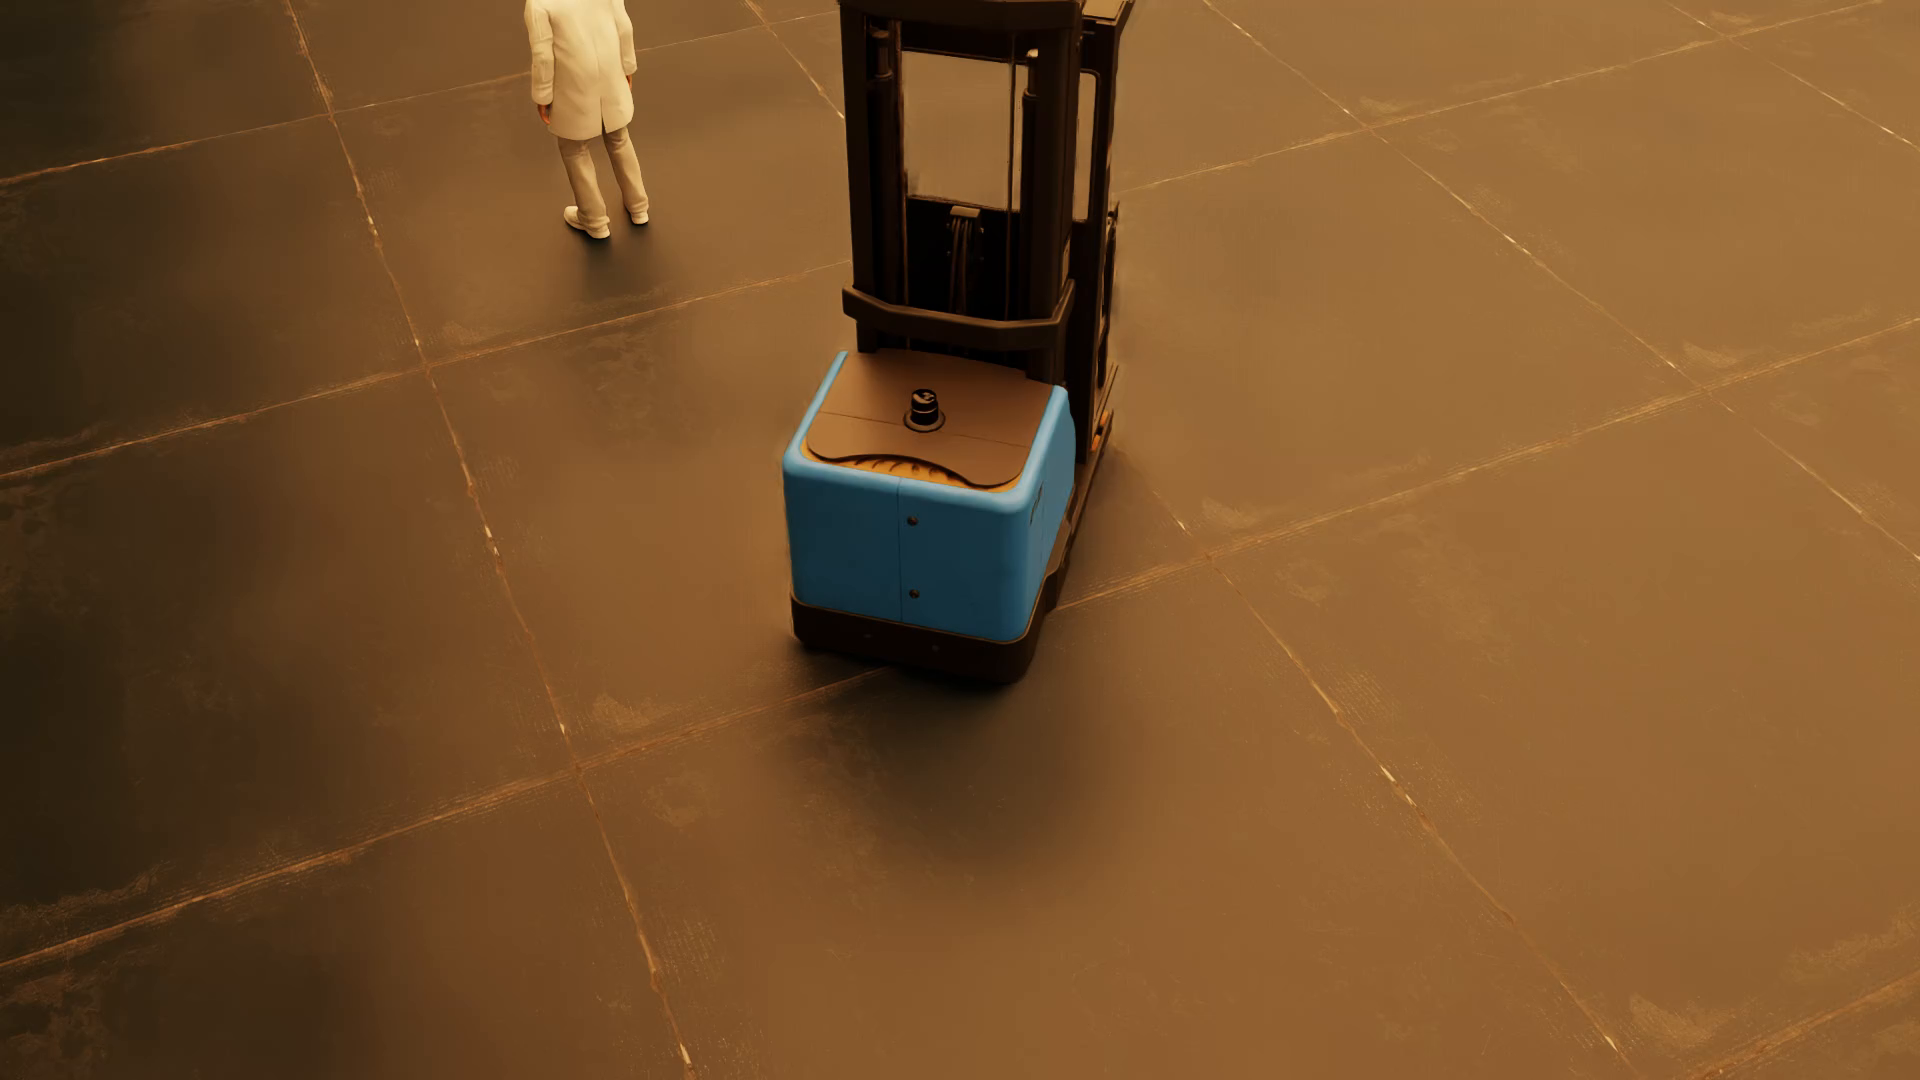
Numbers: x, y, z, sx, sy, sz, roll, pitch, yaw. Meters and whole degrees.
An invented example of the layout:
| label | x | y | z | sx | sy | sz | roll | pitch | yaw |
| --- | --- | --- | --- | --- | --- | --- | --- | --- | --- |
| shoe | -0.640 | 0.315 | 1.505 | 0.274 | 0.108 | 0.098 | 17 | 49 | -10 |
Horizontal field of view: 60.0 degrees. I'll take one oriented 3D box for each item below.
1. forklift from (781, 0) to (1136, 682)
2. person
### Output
| label | x | y | z | sx | sy | sz | roll | pitch | yaw |
| --- | --- | --- | --- | --- | --- | --- | --- | --- | --- |
| forklift | 0.142 | -1.487 | 7.273 | 1.130 | 2.935 | 3.031 | 10 | 44 | 11 |
| person | -2.086 | -2.526 | 9.236 | 0.644 | 1.772 | 0.436 | -28 | 50 | -27 |
